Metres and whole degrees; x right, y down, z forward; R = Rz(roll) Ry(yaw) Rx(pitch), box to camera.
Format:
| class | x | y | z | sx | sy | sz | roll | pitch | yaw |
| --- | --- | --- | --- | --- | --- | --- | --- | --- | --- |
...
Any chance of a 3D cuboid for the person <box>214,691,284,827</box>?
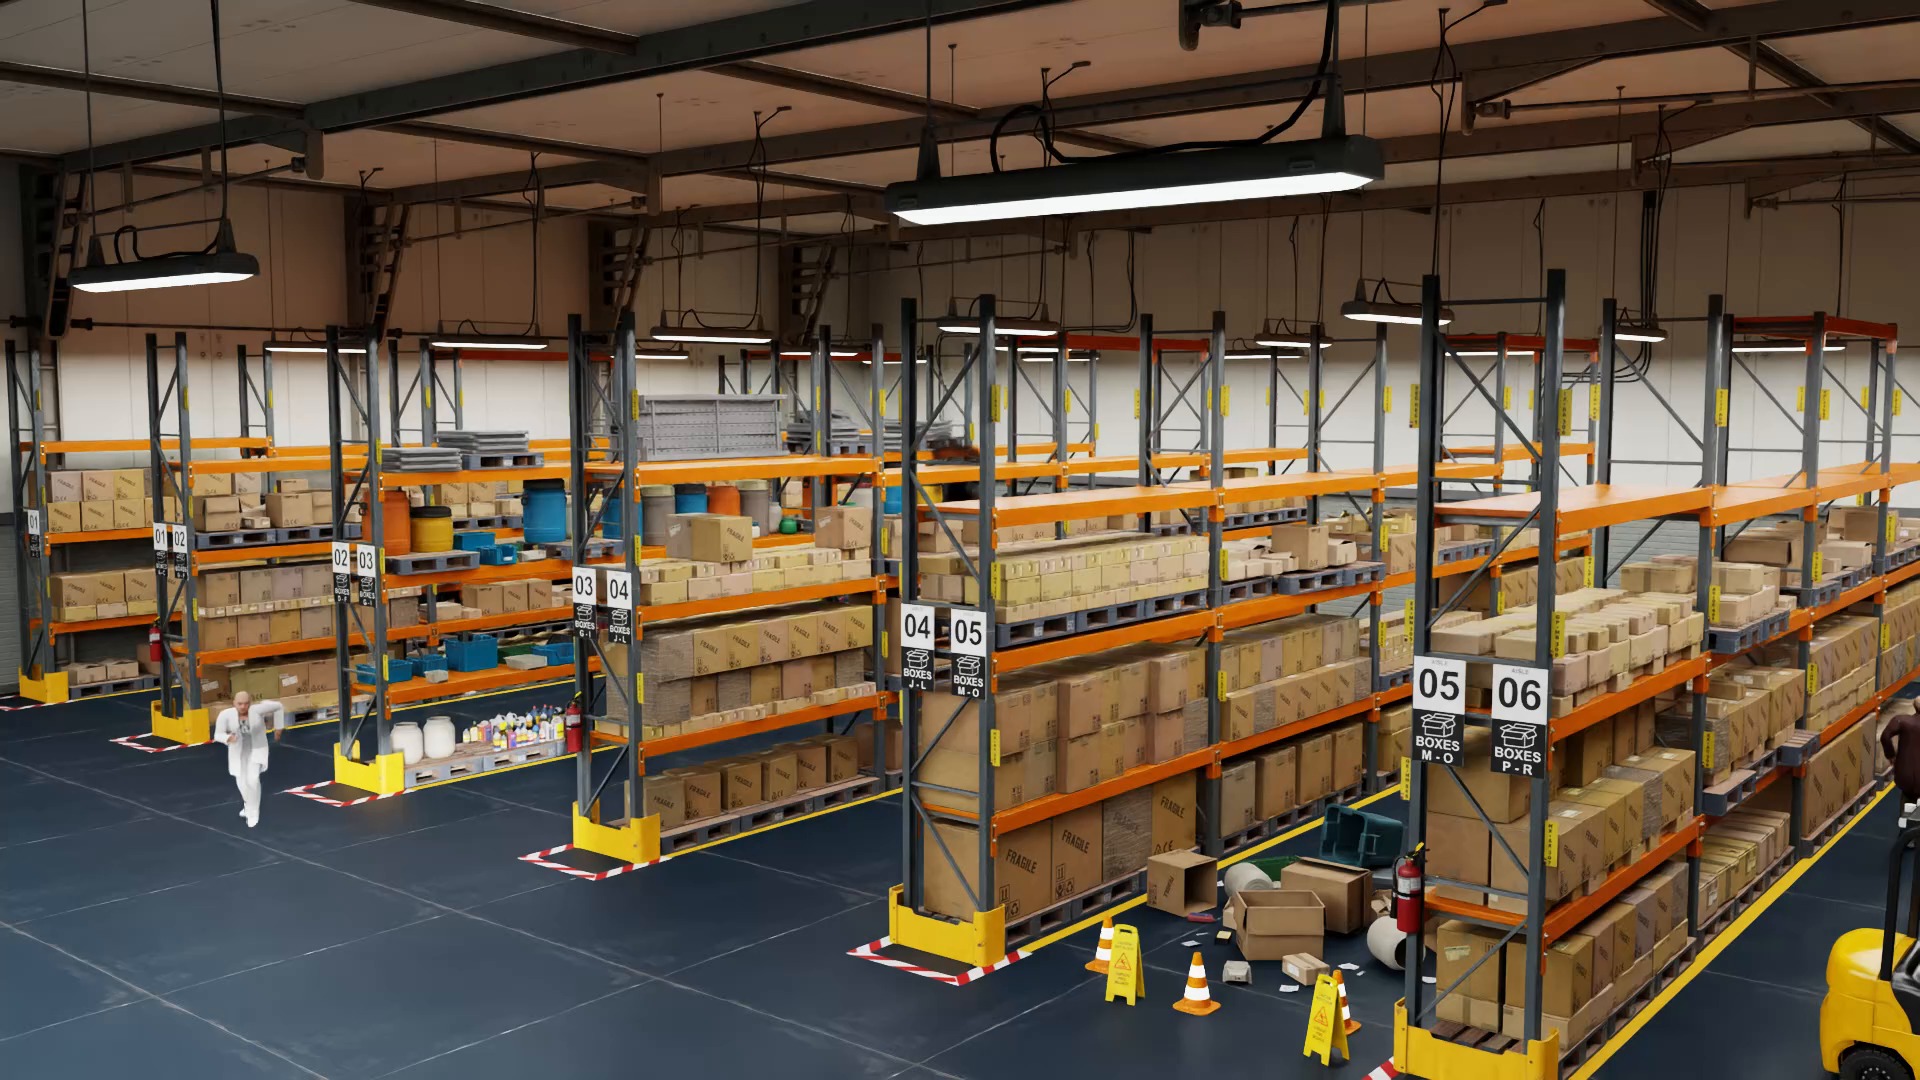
| class | x | y | z | sx | sy | sz | roll | pitch | yaw |
| --- | --- | --- | --- | --- | --- | --- | --- | --- | --- |
| person | -8.437 | 2.637 | 19.793 | 0.744 | 1.556 | 1.052 | -2 | 5 | -17 |

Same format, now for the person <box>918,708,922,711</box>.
| class | x | y | z | sx | sy | sz | roll | pitch | yaw |
| --- | --- | --- | --- | --- | --- | --- | --- | --- | --- |
| person | -0.348 | 1.722 | 25.413 | 0.689 | 1.785 | 0.794 | 5 | 7 | 44 |

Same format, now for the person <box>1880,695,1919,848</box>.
| class | x | y | z | sx | sy | sz | roll | pitch | yaw |
| --- | --- | --- | --- | --- | --- | --- | --- | --- | --- |
| person | 10.869 | 2.605 | 18.886 | 0.707 | 1.740 | 0.566 | 4 | 7 | 40 |
